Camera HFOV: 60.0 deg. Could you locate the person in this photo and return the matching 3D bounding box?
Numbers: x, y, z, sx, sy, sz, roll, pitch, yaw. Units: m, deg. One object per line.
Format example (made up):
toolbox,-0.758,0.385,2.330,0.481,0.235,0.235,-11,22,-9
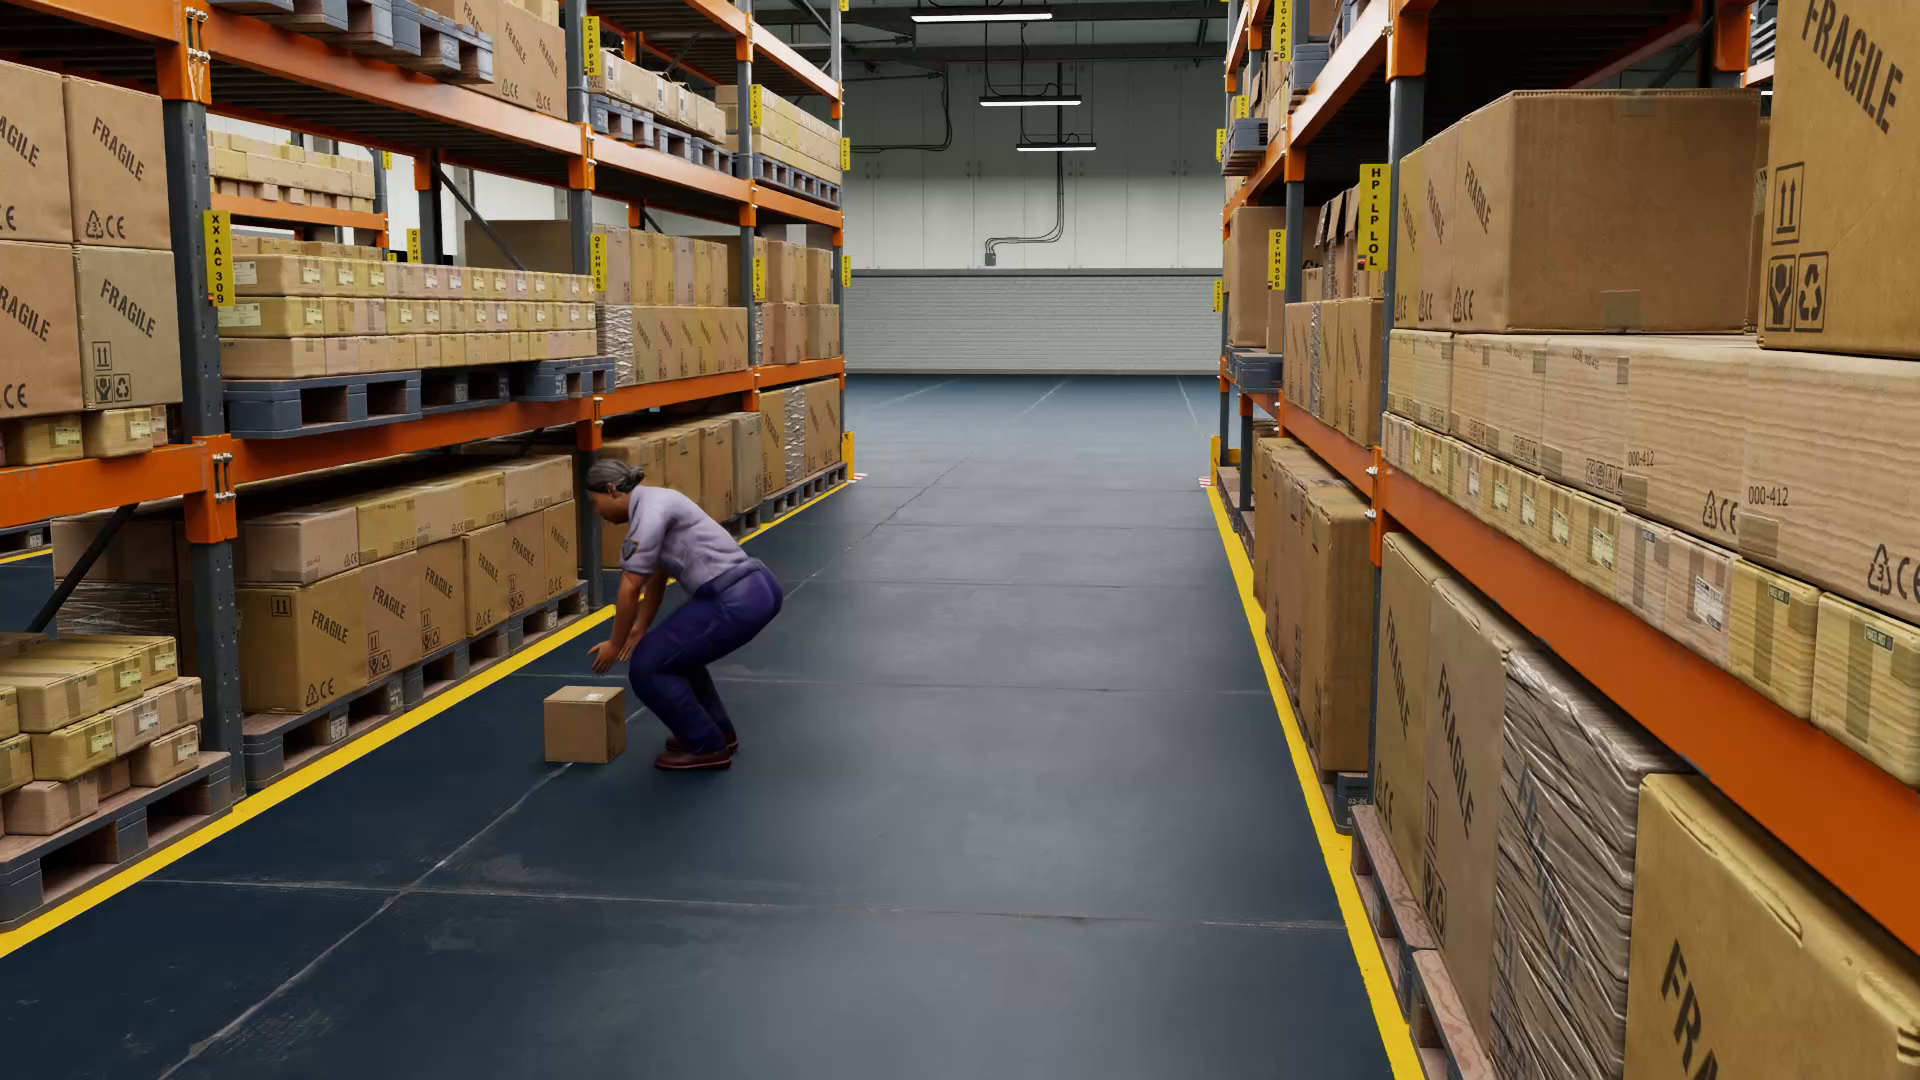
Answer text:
person,-1.080,0.288,6.483,0.741,1.185,0.536,1,8,6
